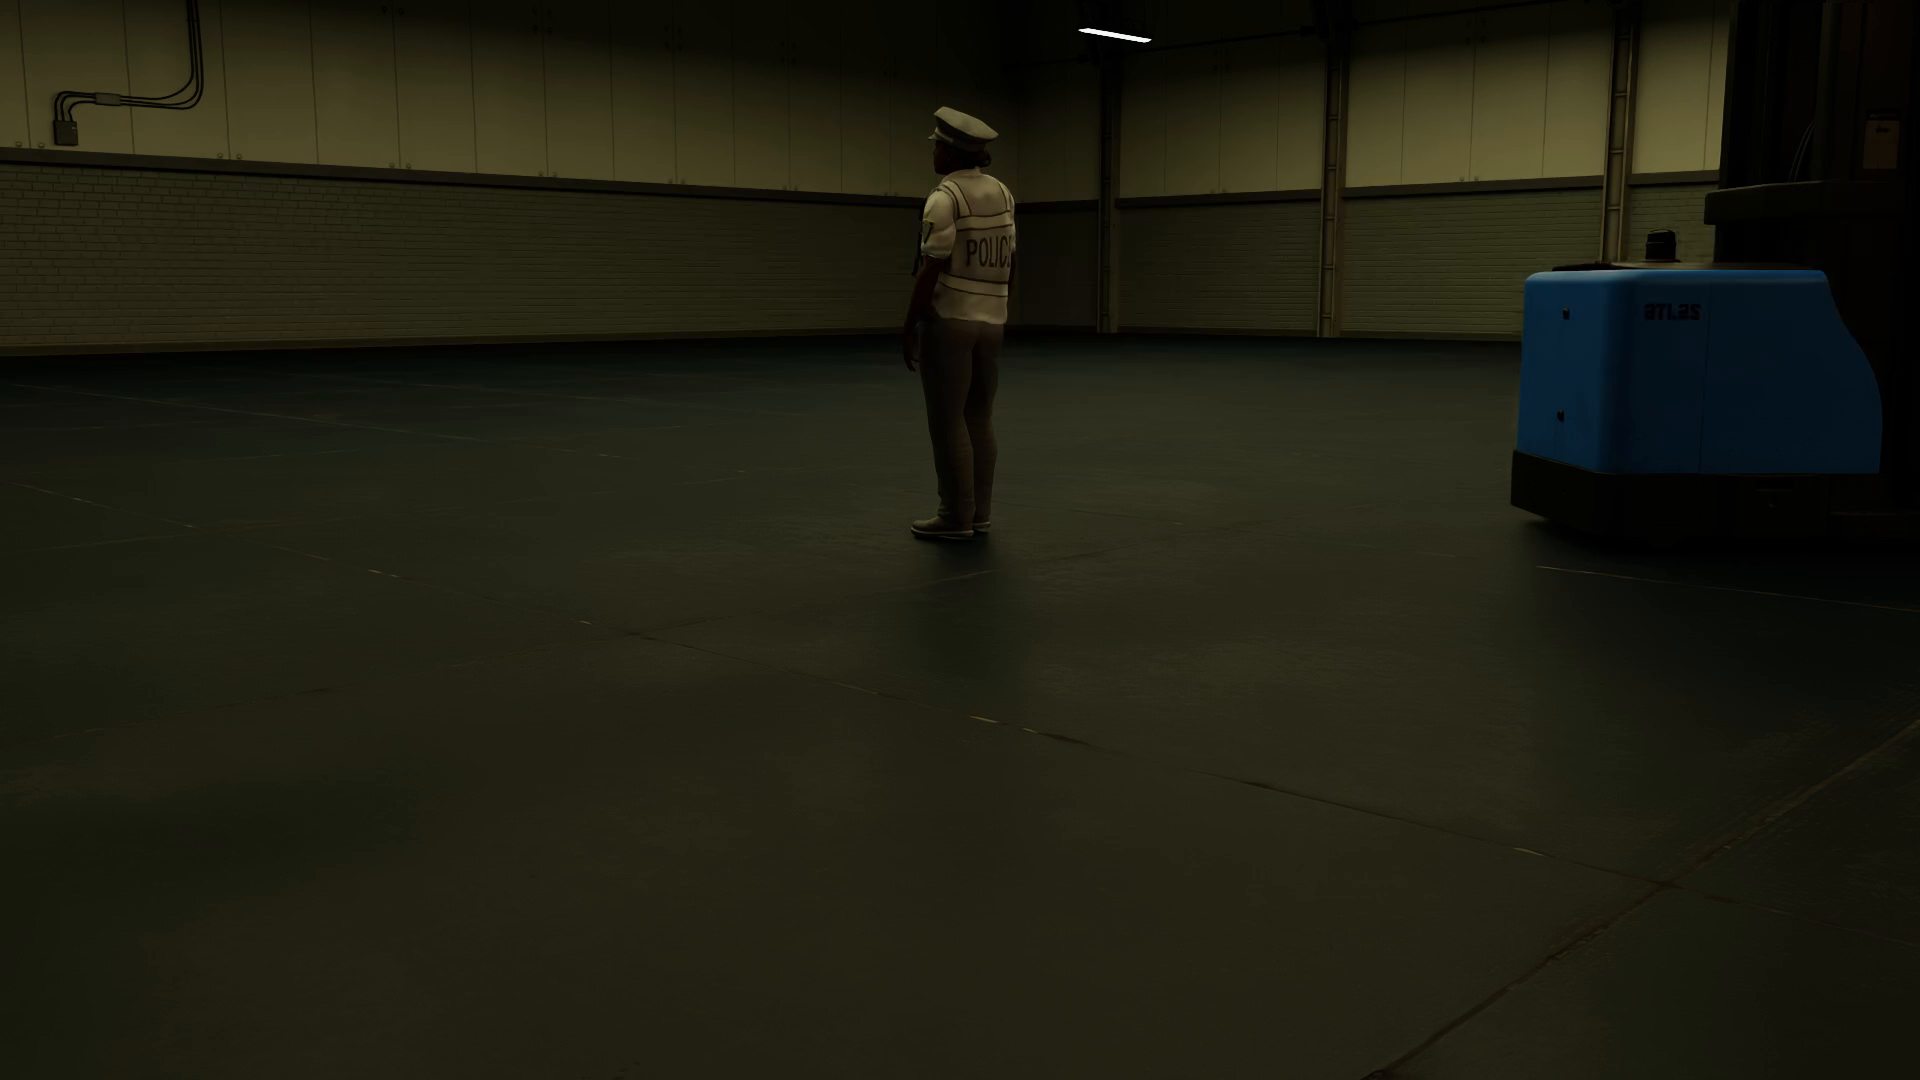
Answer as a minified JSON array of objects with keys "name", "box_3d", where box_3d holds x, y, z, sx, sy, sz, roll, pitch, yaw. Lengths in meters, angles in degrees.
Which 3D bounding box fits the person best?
[{"name":"person","box_3d":[-0.040,-0.855,6.656,0.530,1.694,0.569,8,12,43]}]

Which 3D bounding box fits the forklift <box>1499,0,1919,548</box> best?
[{"name":"forklift","box_3d":[3.874,-1.471,6.646,3.031,2.935,1.130,0,9,-1]}]
